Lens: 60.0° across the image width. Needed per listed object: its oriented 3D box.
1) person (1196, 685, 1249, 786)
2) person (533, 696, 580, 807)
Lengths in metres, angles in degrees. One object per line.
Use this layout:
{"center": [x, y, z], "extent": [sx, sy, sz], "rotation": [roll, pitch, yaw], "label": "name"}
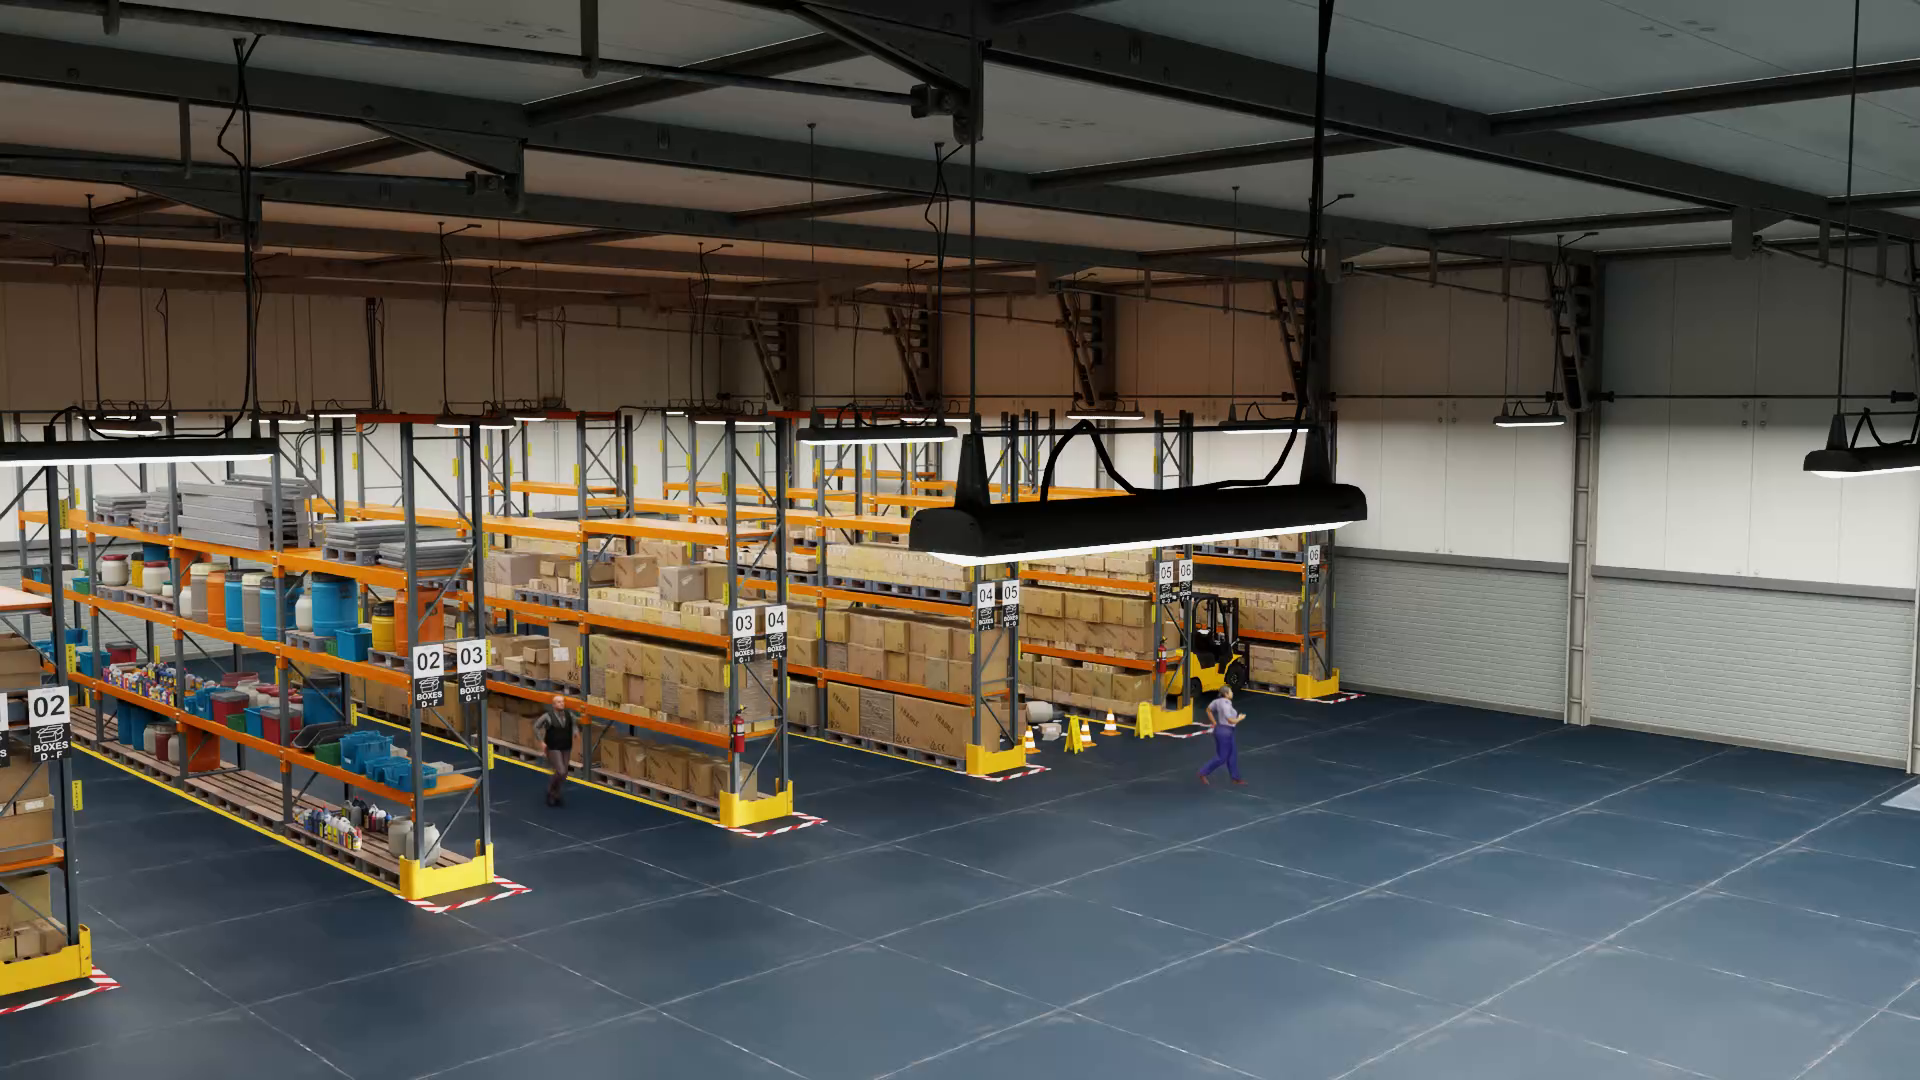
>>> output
{"center": [4.237, 3.163, 26.807], "extent": [0.903, 1.654, 0.632], "rotation": [0, 5, -5], "label": "person"}
{"center": [-6.187, 3.256, 25.651], "extent": [0.677, 1.698, 0.602], "rotation": [5, 7, 43], "label": "person"}
